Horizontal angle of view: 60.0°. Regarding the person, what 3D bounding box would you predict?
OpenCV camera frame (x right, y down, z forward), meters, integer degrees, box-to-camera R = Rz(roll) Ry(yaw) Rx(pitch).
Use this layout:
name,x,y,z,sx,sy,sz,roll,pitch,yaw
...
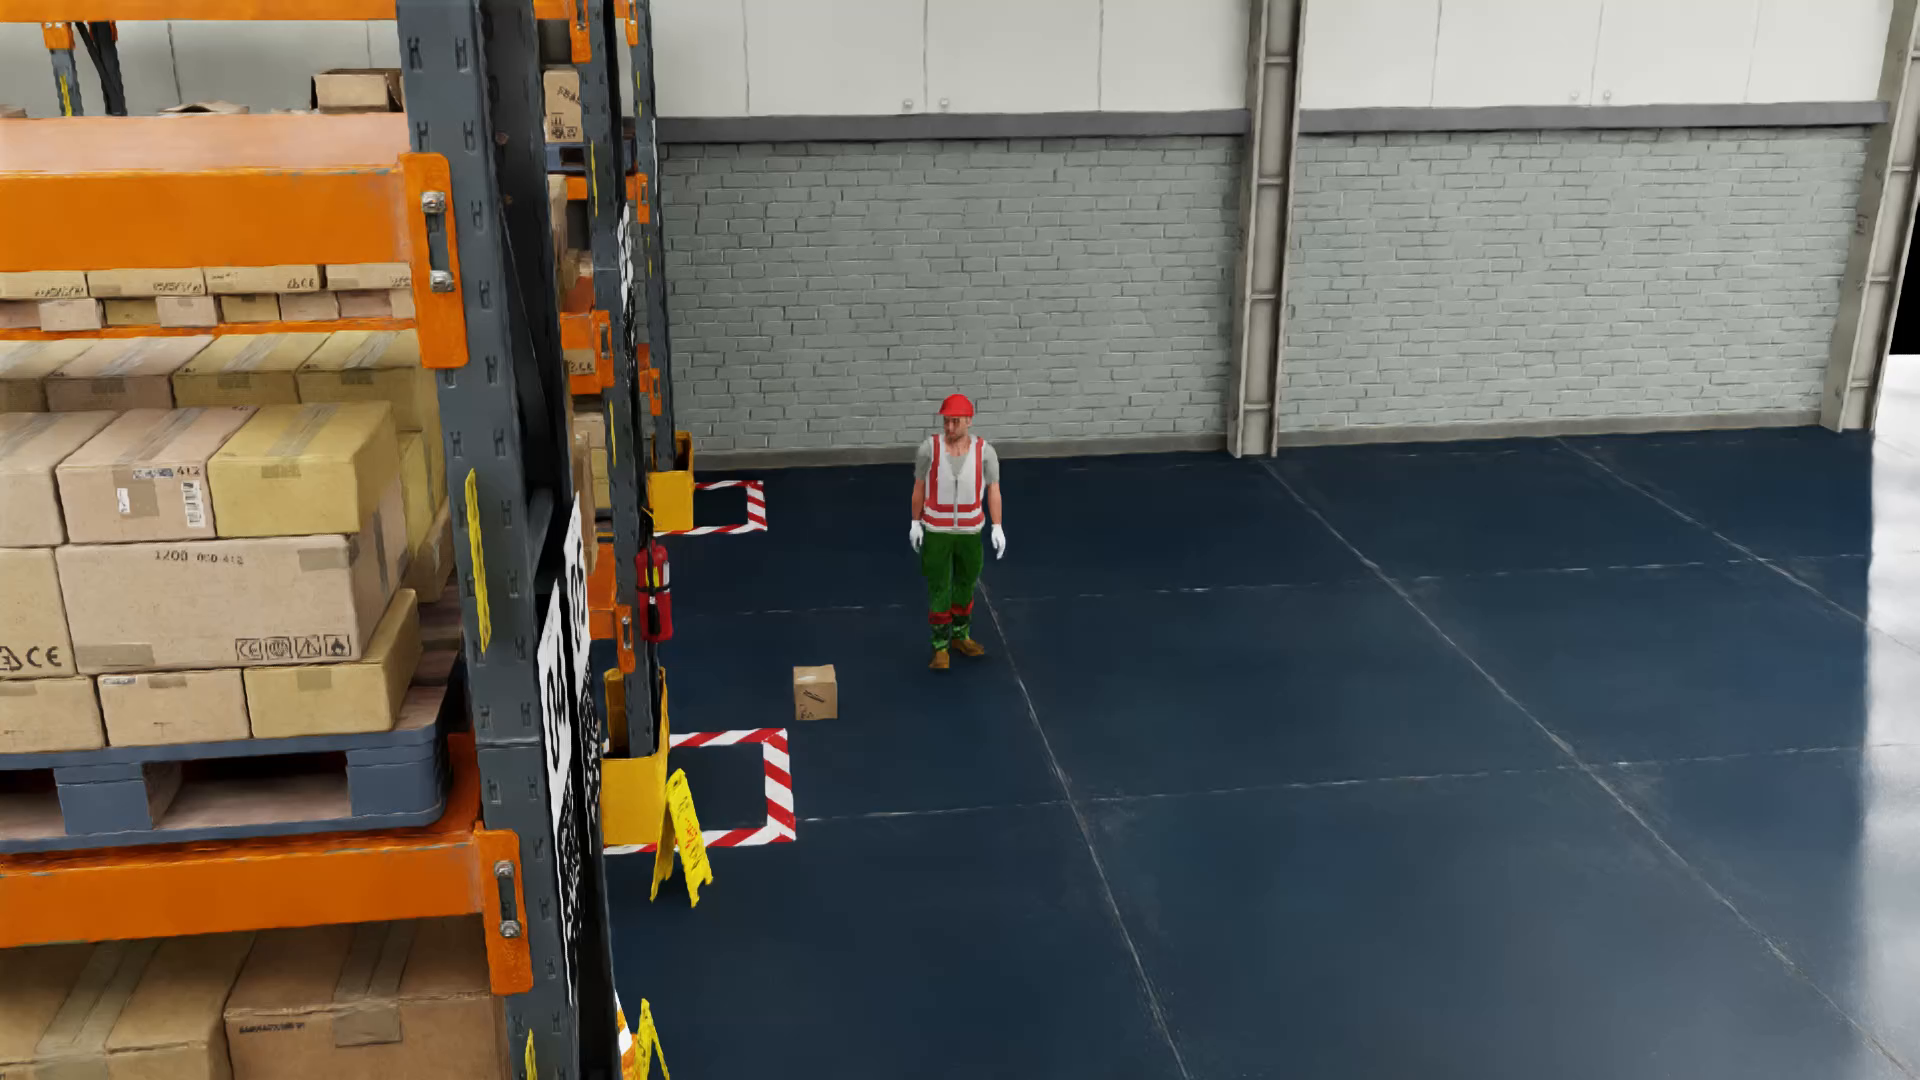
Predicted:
name,x,y,z,sx,sy,sz,roll,pitch,yaw
person,-0.016,-0.062,10.651,0.605,1.795,0.487,-3,20,-8
